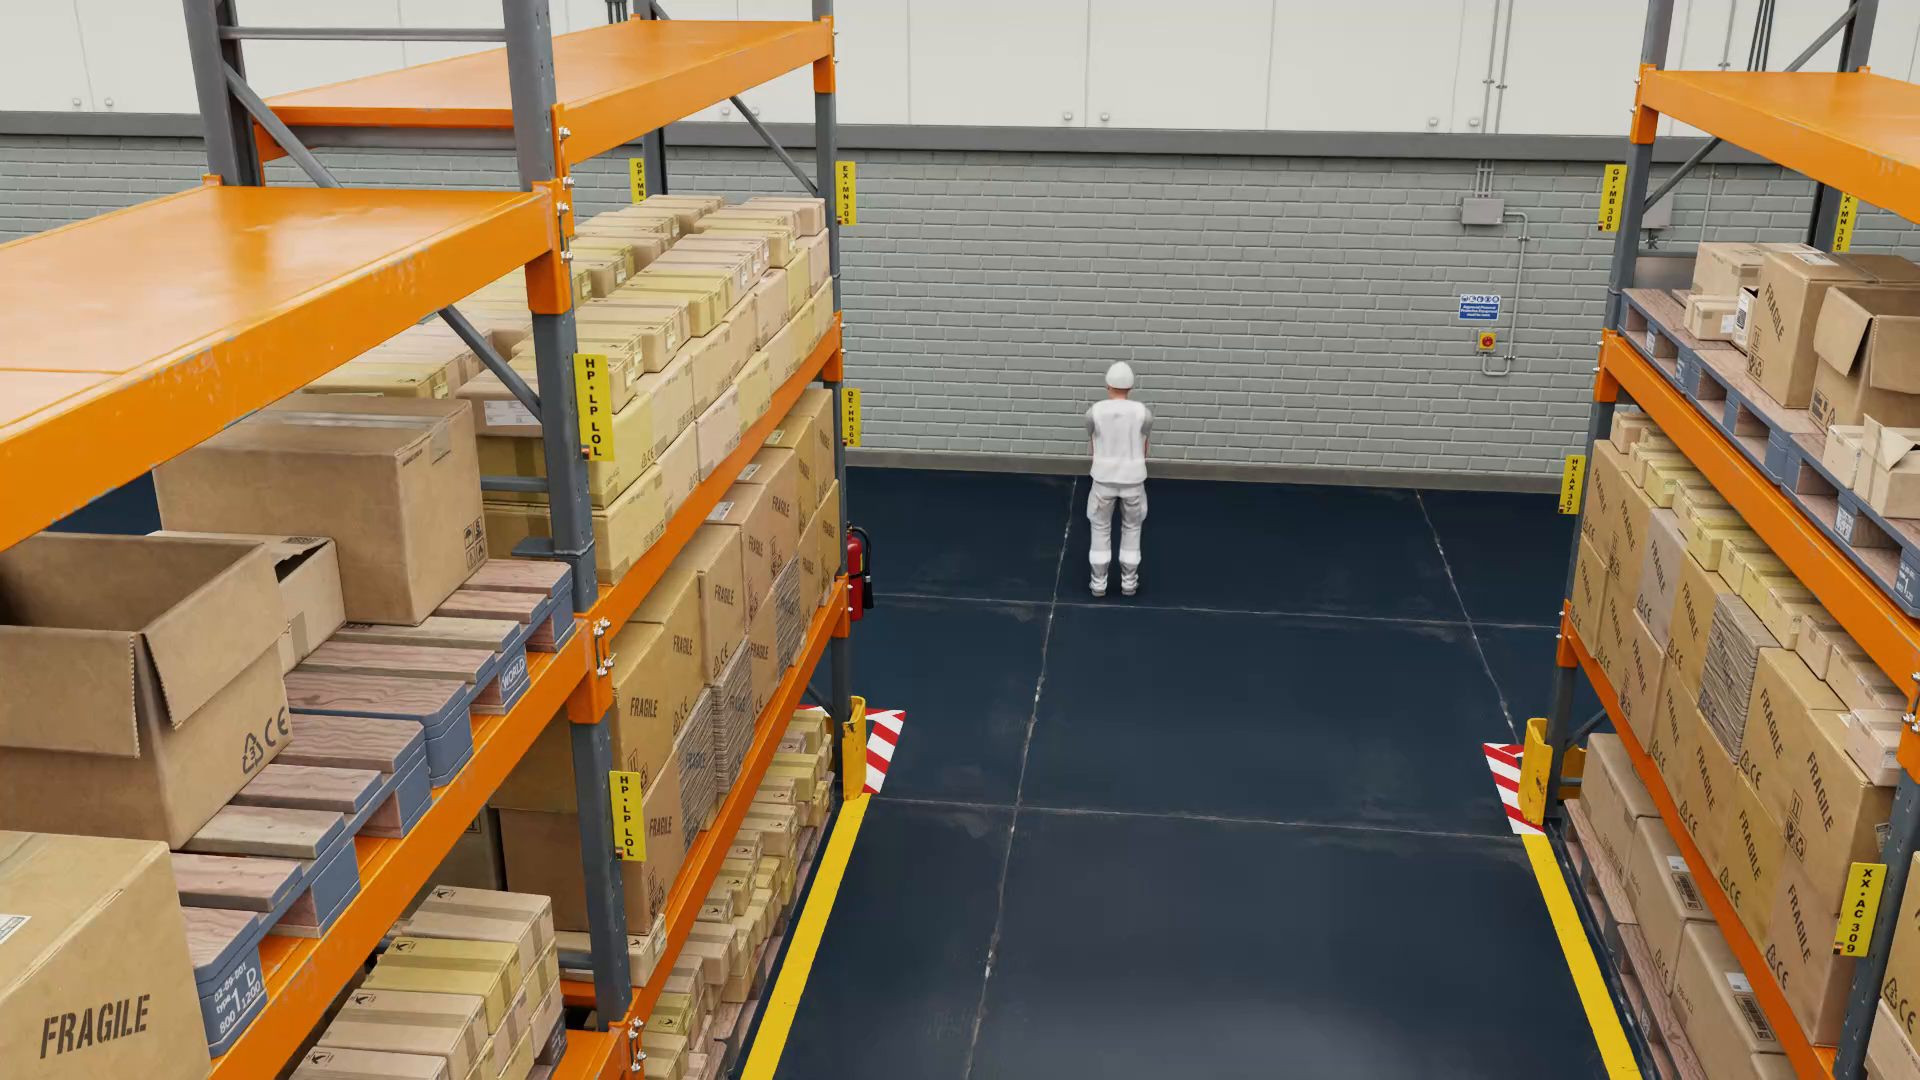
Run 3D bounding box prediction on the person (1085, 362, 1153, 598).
[{"bbox_3d":[1.160,-0.471,12.277,0.495,1.787,0.553,2,21,6],"label":"person"}]
